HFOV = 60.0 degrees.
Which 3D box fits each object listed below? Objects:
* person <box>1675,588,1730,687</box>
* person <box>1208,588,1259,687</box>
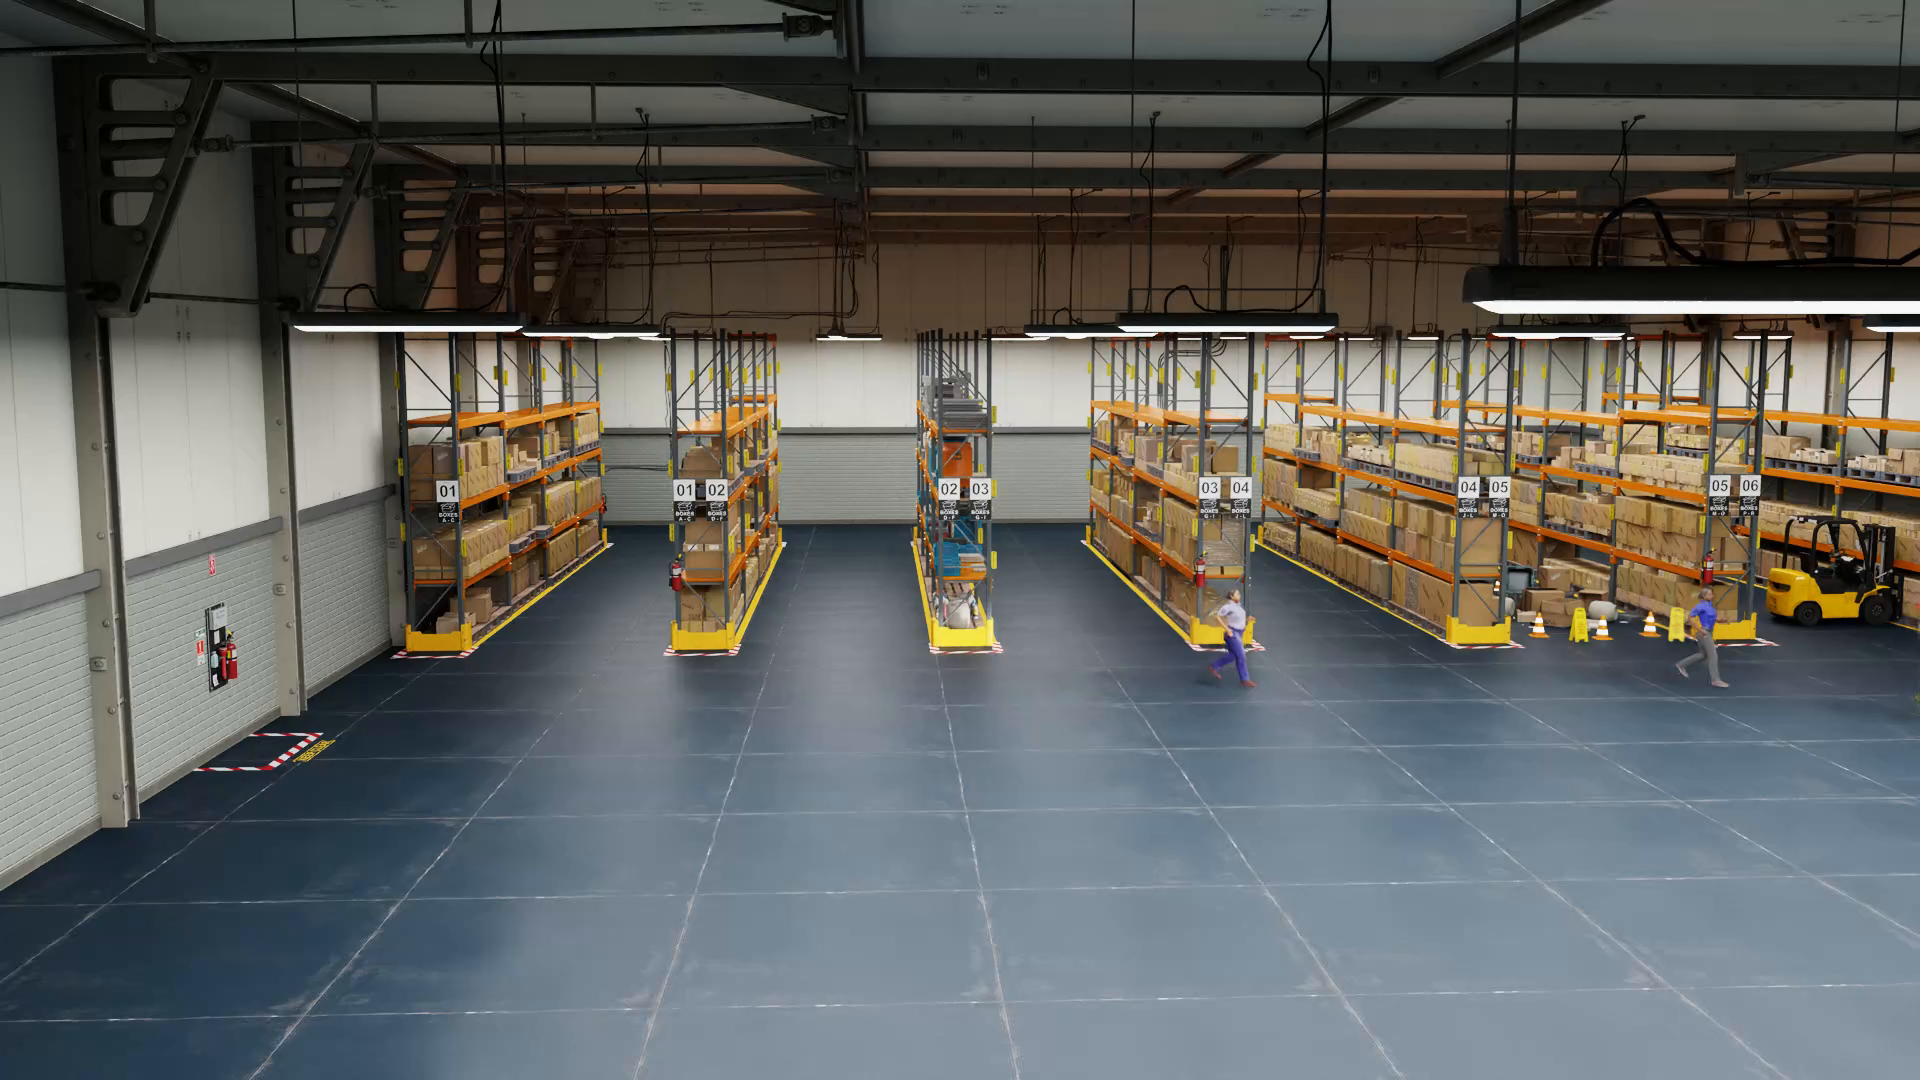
[{"bbox_3d":[12.496,1.620,27.912,0.904,1.612,0.583,6,9,40],"label":"person"},{"bbox_3d":[4.582,1.619,27.882,0.940,1.616,0.610,4,8,27],"label":"person"}]
